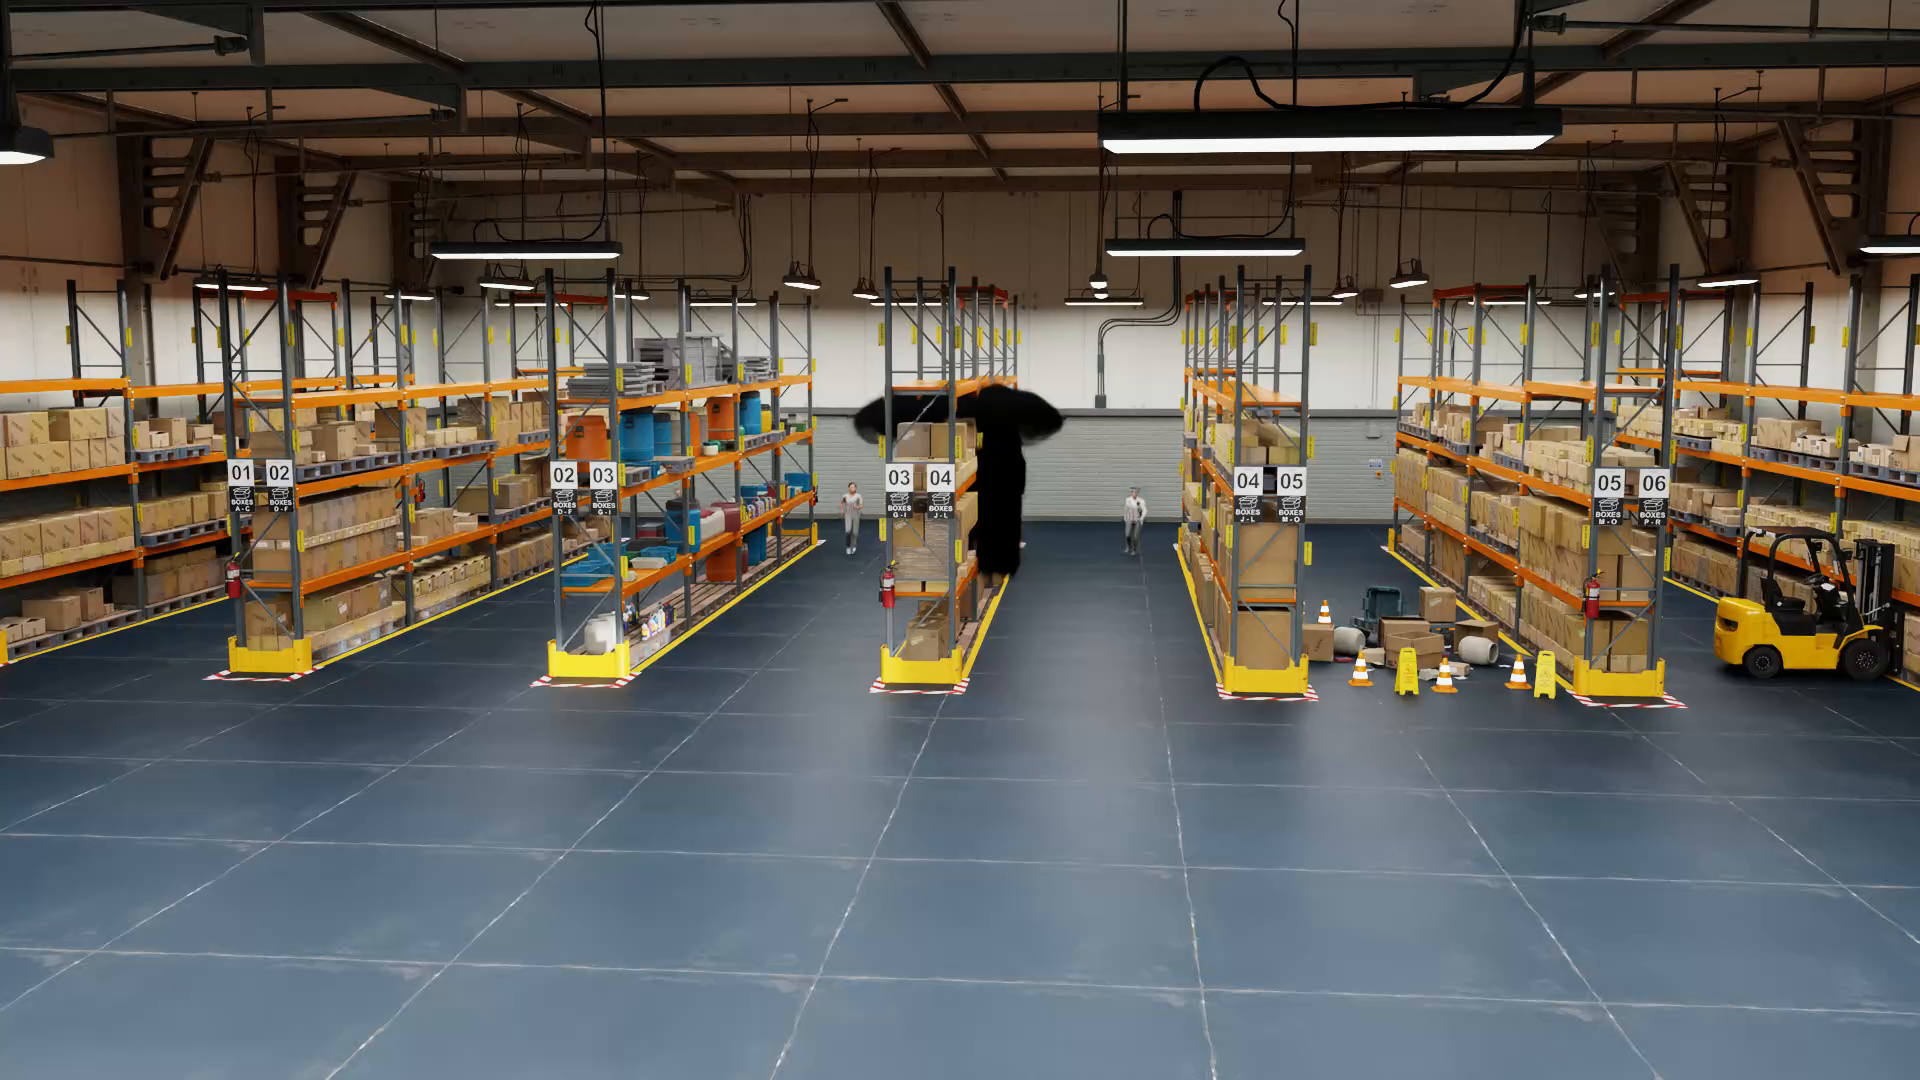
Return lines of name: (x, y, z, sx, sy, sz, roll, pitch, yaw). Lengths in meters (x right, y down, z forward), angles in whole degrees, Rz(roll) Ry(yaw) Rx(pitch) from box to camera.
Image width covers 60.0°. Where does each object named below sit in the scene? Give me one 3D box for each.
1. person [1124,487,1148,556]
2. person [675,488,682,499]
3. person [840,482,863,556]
person: (3.996, -0.424, 38.020, 0.597, 1.618, 0.742, 2, 7, 13)
person: (-6.109, -0.254, 36.376, 0.646, 1.766, 0.725, 2, 7, 17)
person: (-2.506, -0.493, 38.444, 0.543, 1.689, 0.704, -1, 7, -5)
